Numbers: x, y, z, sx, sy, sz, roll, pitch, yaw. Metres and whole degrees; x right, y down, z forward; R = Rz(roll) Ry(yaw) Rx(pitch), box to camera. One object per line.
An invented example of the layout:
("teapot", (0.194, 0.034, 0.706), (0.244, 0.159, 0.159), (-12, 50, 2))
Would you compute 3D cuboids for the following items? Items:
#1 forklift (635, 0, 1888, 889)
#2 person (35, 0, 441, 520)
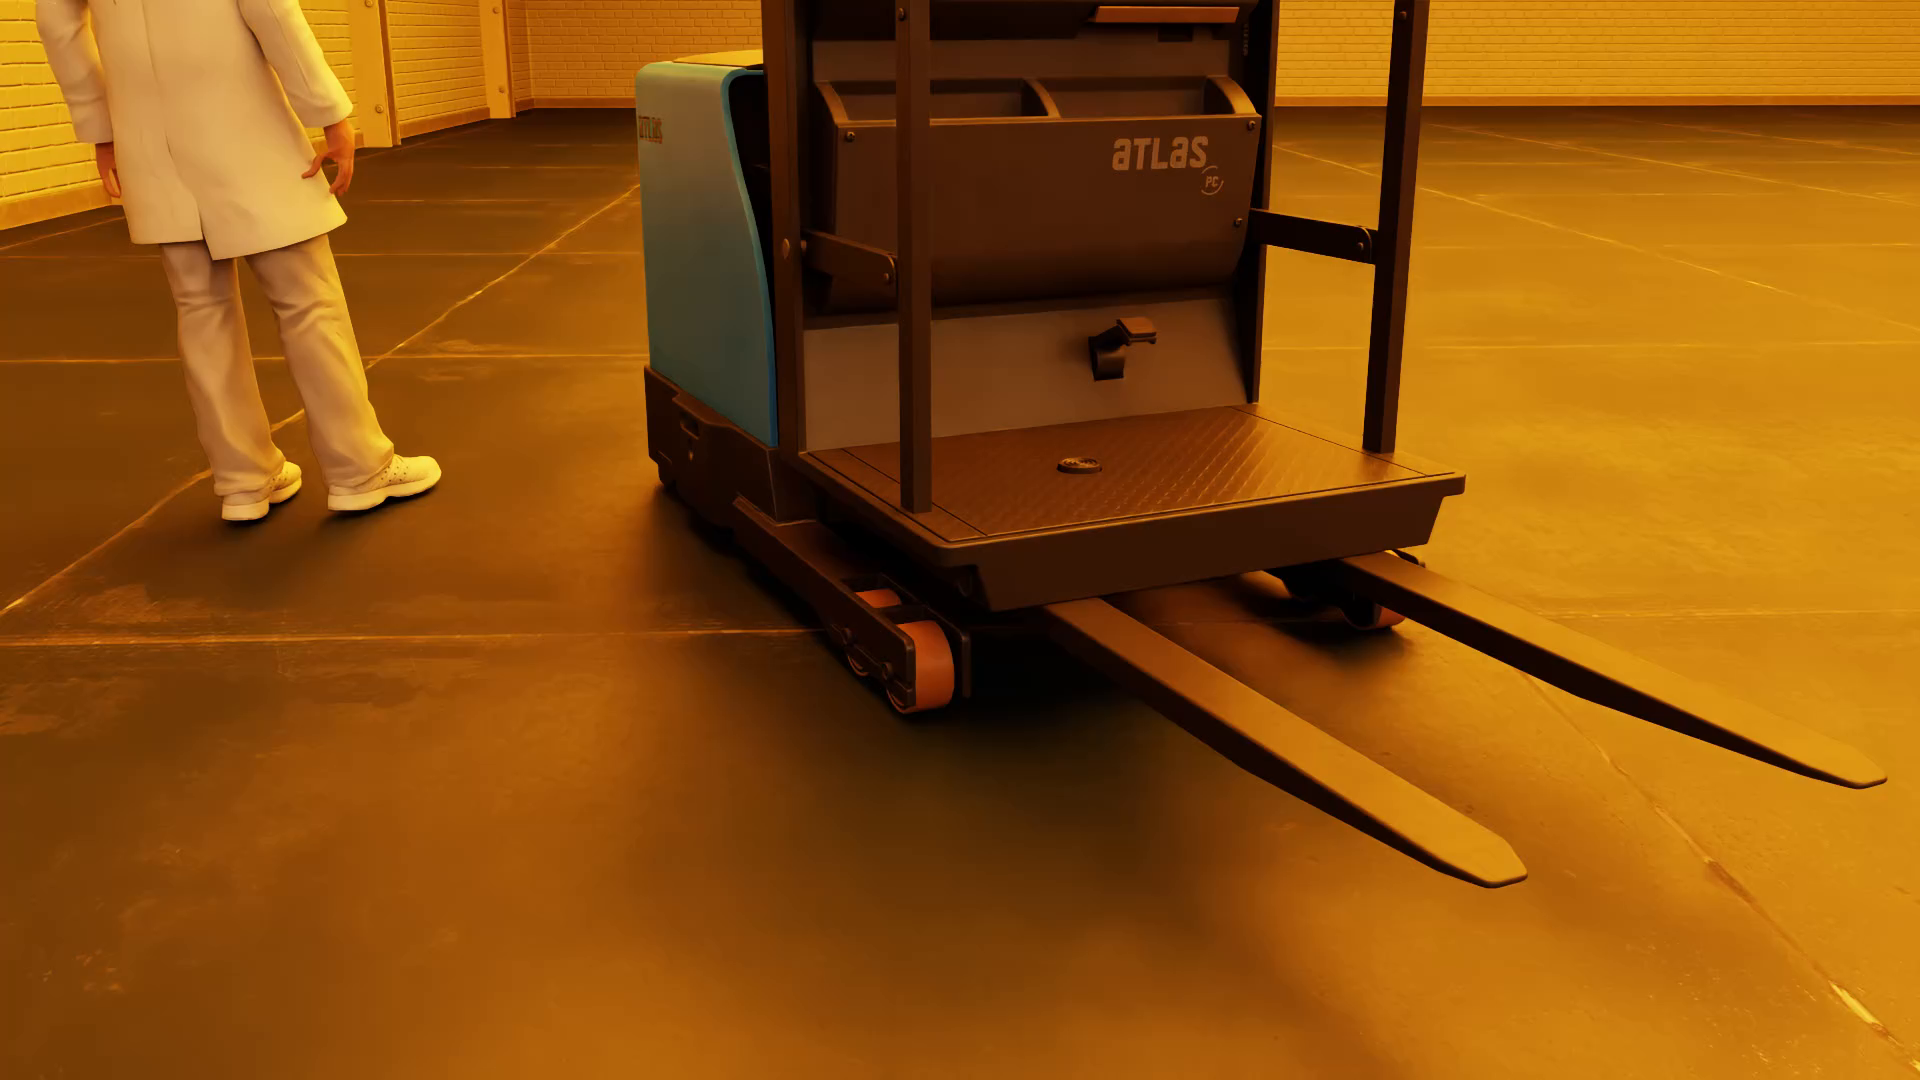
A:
("forklift", (0.258, -1.240, 2.962), (1.130, 2.935, 3.031), (-8, 19, -24))
("person", (-1.717, -0.939, 3.925), (0.695, 1.775, 0.581), (3, 17, 9))
